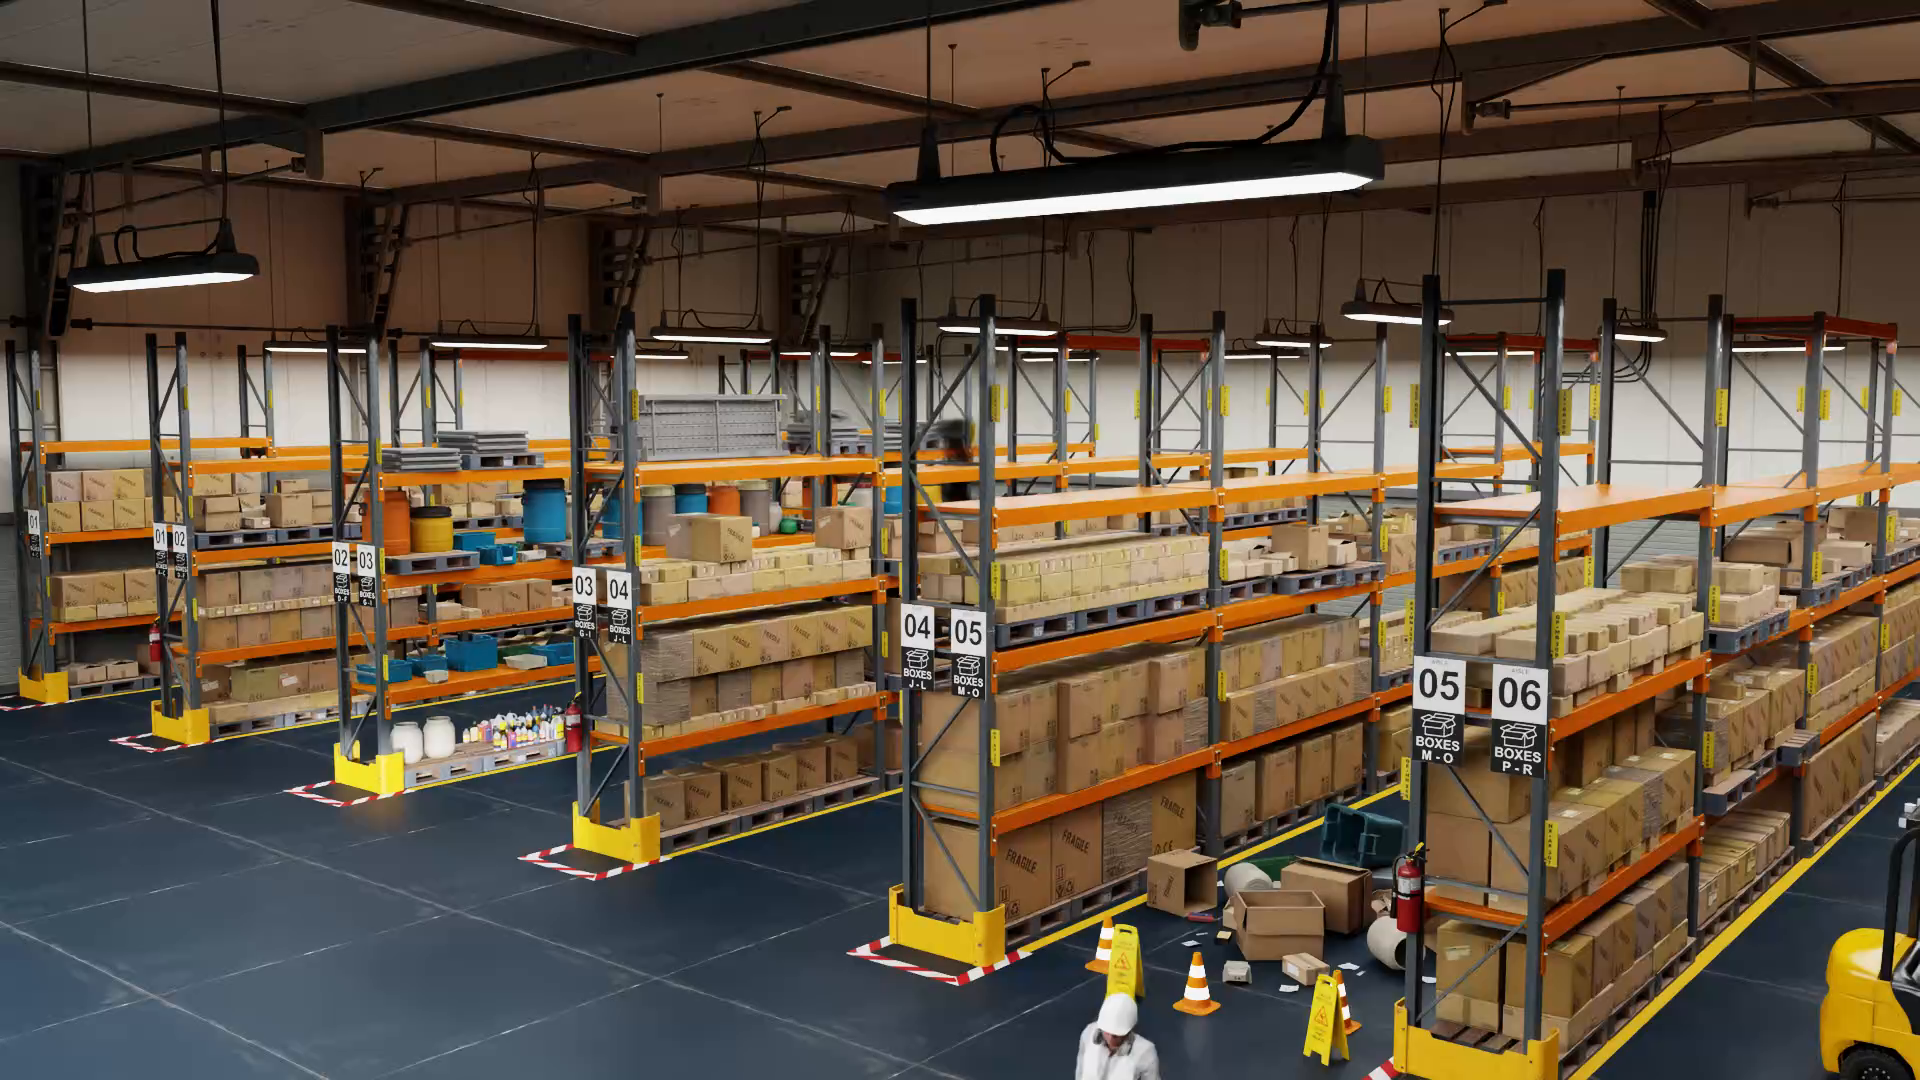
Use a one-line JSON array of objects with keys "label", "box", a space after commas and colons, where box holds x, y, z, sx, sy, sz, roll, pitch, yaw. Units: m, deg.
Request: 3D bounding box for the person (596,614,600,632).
[{"label": "person", "box": [-7.518, 1.293, 33.644, 0.657, 1.767, 0.725, 3, 6, 30]}]

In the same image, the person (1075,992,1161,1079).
[{"label": "person", "box": [0.908, 3.427, 9.850, 0.789, 1.694, 0.689, 3, 6, 33]}]
